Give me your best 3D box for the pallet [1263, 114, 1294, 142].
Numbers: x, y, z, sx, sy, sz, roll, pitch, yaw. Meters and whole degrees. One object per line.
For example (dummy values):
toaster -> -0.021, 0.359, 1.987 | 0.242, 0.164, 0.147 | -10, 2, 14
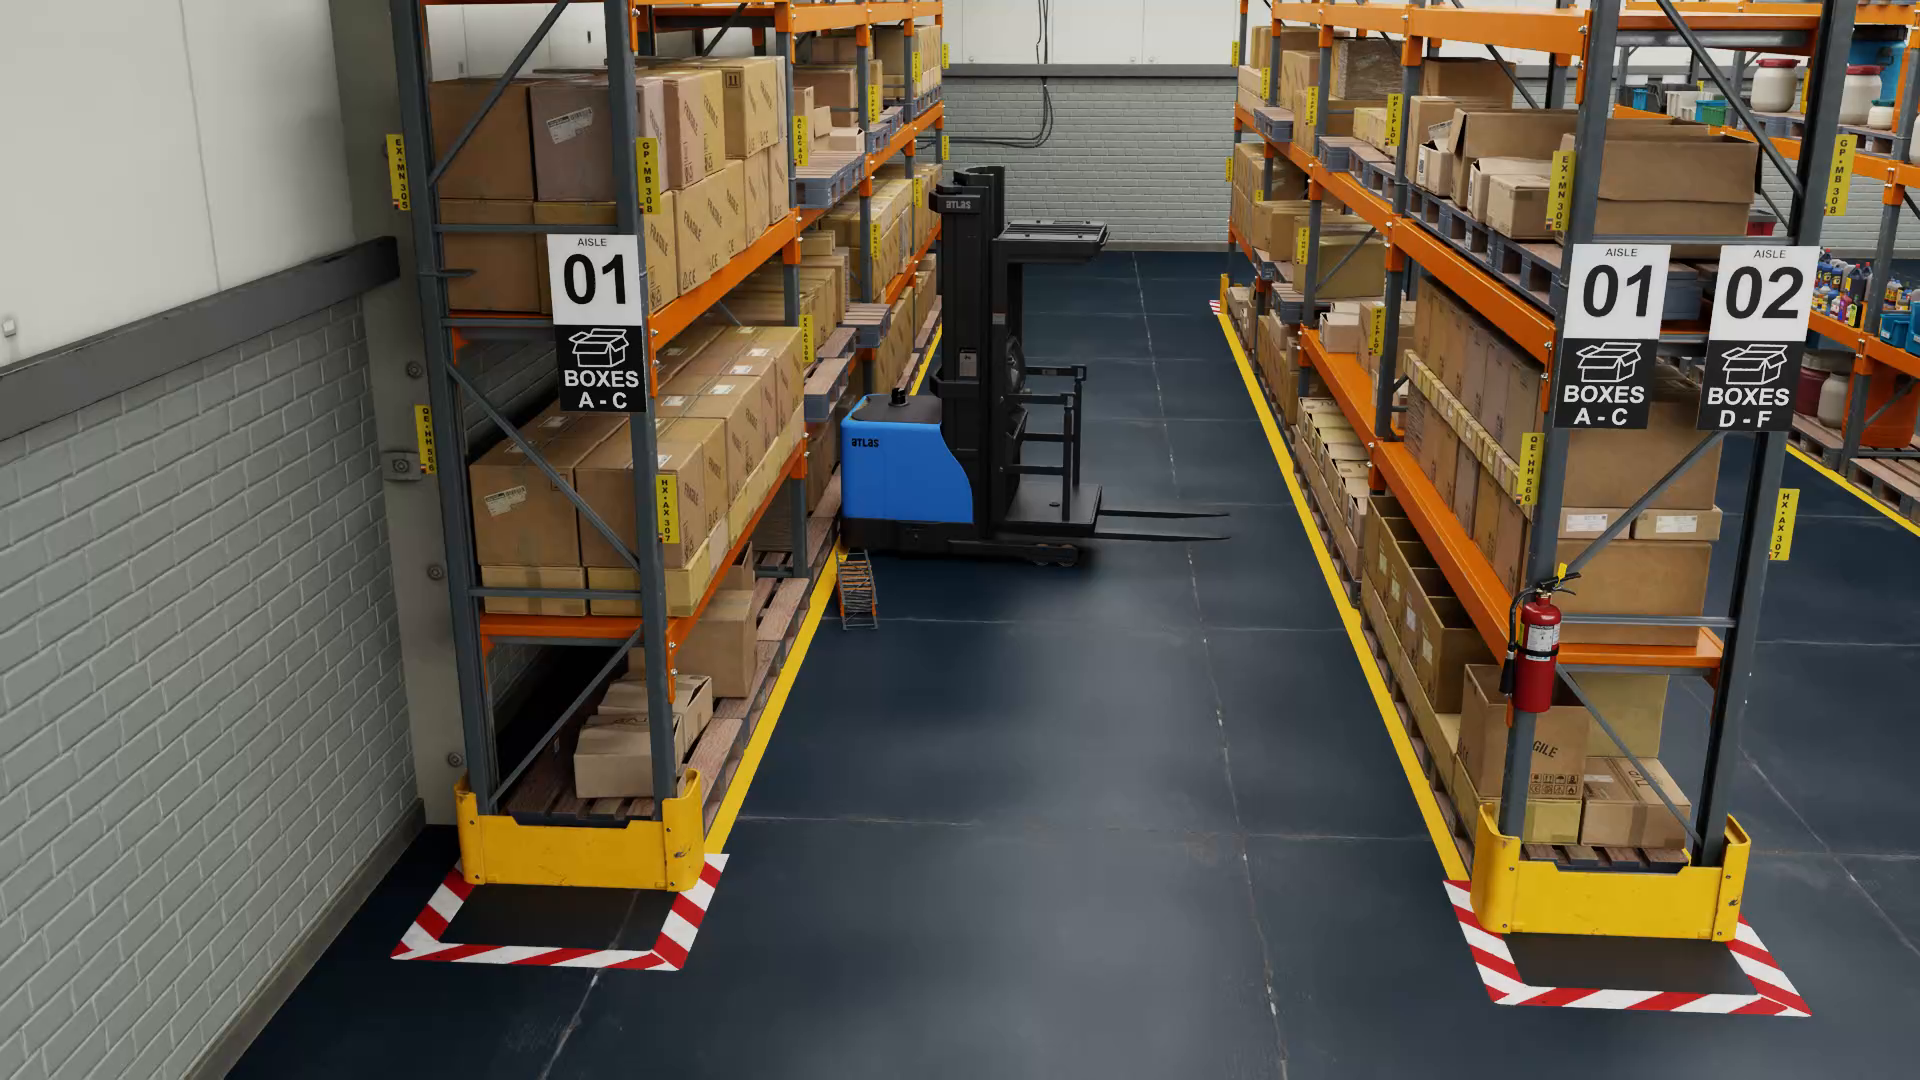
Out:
pallet -> 3.724, -4.172, 16.824 | 1.213, 0.211, 1.003 | 1, 18, 4

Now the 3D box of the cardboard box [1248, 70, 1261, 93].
cardboard box -> 3.790, -5.574, 20.237 | 0.500, 0.250, 0.500 | 1, 18, 4

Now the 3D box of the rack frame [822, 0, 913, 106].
rack frame -> -1.029, -6.320, 18.258 | 1.000, 3.000, 0.127 | 1, 18, 4

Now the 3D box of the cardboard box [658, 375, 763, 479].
cardboard box -> -1.442, -0.652, 9.600 | 0.500, 0.500, 0.500 | 2, 18, 6

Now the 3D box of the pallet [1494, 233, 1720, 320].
pallet -> 3.128, -1.235, 7.699 | 1.003, 0.211, 1.213 | 1, 18, 4

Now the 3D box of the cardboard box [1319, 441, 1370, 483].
cardboard box -> 3.190, -0.639, 13.397 | 0.500, 0.311, 0.500 | 1, 18, 3

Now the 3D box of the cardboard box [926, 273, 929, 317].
cardboard box -> -0.764, -3.191, 21.686 | 0.700, 0.500, 0.500 | 1, 18, 2

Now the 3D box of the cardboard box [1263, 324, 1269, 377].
cardboard box -> 3.607, -2.070, 18.230 | 0.500, 0.500, 0.500 | 2, 18, 5

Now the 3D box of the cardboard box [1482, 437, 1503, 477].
cardboard box -> 2.963, -0.431, 8.720 | 0.380, 0.149, 0.250 | 2, 18, 6

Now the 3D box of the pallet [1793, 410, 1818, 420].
pallet -> 8.671, -1.304, 17.063 | 1.003, 0.211, 1.213 | 1, 18, 4

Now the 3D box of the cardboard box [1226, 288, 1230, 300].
cardboard box -> 3.826, -3.334, 22.651 | 0.380, 0.149, 0.250 | 1, 18, 4

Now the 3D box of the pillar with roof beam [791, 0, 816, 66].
pillar with roof beam -> 2.452, -6.460, 18.687 | 9.100, 9.000, 0.400 | 1, 18, 4

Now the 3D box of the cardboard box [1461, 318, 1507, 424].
cardboard box -> 3.205, -0.933, 9.209 | 0.700, 0.500, 0.500 | 1, 18, 4

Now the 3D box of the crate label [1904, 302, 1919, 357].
crate label -> 8.224, -1.720, 13.797 | 0.502, 0.435, 0.616 | 1, 18, 4

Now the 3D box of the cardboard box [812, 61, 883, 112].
cardboard box -> -1.177, -4.706, 17.282 | 0.700, 0.500, 0.500 | 1, 18, 3

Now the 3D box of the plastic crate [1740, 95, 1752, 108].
plastic crate -> 9.215, -4.991, 19.229 | 0.497, 0.269, 0.590 | 1, 18, 4

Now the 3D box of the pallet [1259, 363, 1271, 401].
pallet -> 3.891, -1.781, 18.519 | 1.003, 0.211, 1.213 | 1, 18, 4

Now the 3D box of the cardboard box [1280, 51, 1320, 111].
cardboard box -> 3.802, -4.925, 17.822 | 0.600, 0.600, 0.600 | 0, 18, -1

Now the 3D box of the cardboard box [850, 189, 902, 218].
cardboard box -> -0.890, -3.556, 17.582 | 0.500, 0.250, 0.500 | 2, 18, 5

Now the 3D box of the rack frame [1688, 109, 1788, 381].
rack frame -> 8.852, -3.248, 18.517 | 1.000, 3.000, 0.127 | 1, 18, 4

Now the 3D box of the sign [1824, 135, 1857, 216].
sign -> 3.605, -1.497, 6.825 | 0.100, 0.325, 0.005 | 1, 18, 4

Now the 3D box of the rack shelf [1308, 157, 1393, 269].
rack shelf -> 3.482, -2.579, 12.816 | 1.077, 0.370, 4.000 | 1, 18, 4

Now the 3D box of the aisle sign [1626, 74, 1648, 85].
aisle sign -> 8.848, -5.754, 21.992 | 0.394, 0.787, 0.004 | 1, 18, 4

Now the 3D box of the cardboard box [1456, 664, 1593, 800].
cardboard box -> 2.793, 0.945, 8.258 | 0.500, 0.500, 0.500 | 1, 18, 4

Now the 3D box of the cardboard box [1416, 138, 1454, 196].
cardboard box -> 3.001, -2.206, 9.764 | 0.500, 0.311, 0.500 | 0, 18, 1

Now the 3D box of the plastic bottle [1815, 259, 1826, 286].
plastic bottle -> 8.958, -2.784, 17.308 | 0.097, 0.271, 0.097 | 0, 18, 0

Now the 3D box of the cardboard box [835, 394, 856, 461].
cardboard box -> -1.316, -1.023, 15.035 | 0.700, 0.500, 0.500 | 2, 18, 5

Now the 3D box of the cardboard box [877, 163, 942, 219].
cardboard box -> -0.769, -4.695, 22.452 | 0.980, 0.700, 0.700 | 2, 18, 6

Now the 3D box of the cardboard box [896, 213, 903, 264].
cardboard box -> -0.882, -3.204, 17.712 | 0.500, 0.500, 0.500 | 1, 18, 4

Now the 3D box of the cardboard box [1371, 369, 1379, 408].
cardboard box -> 3.218, -1.088, 12.142 | 0.396, 0.266, 0.258 | 1, 18, 3

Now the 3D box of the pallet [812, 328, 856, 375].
pallet -> -1.417, -1.520, 13.551 | 1.003, 0.211, 1.213 | 1, 18, 4

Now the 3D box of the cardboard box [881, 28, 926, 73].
cardboard box -> -0.668, -5.801, 19.695 | 0.500, 0.500, 0.500 | 1, 18, 3

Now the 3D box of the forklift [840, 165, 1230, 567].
forklift -> 0.618, -1.365, 12.881 | 3.031, 2.935, 1.130 | 3, 18, 8

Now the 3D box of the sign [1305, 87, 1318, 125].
sign -> 3.084, -3.801, 14.558 | 0.100, 0.325, 0.005 | 1, 18, 4

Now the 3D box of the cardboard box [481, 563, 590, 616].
cardboard box -> -2.049, 0.170, 8.294 | 0.500, 0.250, 0.500 | 2, 18, 5

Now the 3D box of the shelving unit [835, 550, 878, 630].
shelving unit -> -0.756, 0.349, 12.044 | 0.258, 0.189, 1.200 | -2, 18, -6

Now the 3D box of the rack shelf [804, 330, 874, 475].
rack shelf -> -1.459, -1.263, 13.617 | 1.077, 0.370, 4.000 | 1, 18, 4

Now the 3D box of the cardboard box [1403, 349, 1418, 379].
cardboard box -> 3.126, -1.151, 10.917 | 0.380, 0.149, 0.250 | 1, 18, 4

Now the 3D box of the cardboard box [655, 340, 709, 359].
cardboard box -> -1.886, -0.977, 10.591 | 0.500, 0.500, 0.500 | 1, 18, 4

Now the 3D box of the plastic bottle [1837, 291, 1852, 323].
plastic bottle -> 8.186, -2.157, 15.375 | 0.061, 0.283, 0.133 | 1, 18, 4

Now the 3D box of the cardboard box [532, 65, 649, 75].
cardboard box -> -1.990, -2.317, 9.063 | 0.500, 0.500, 0.500 | 1, 18, 4

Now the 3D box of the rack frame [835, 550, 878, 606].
rack frame -> -0.756, 0.262, 12.016 | 0.240, 0.006, 1.200 | -2, 18, -6

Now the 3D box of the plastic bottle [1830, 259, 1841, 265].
plastic bottle -> 9.084, -2.789, 17.316 | 0.152, 0.276, 0.135 | 1, 18, 4

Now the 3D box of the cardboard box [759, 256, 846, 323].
cardboard box -> -1.353, -2.163, 14.339 | 0.700, 0.500, 0.500 | 0, 18, -1

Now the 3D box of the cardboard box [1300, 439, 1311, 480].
cardboard box -> 3.260, -0.698, 14.476 | 0.500, 0.250, 0.500 | 1, 18, 2

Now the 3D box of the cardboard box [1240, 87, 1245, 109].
cardboard box -> 3.860, -5.647, 21.263 | 0.500, 0.250, 0.500 | 1, 18, 4

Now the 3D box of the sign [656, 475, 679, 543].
sign -> -1.348, -0.141, 7.646 | 0.100, 0.325, 0.005 | 1, 18, 4

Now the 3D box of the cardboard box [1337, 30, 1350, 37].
cardboard box -> 4.086, -5.611, 19.147 | 0.700, 0.500, 0.500 | 1, 18, 4

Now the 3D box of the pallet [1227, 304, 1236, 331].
pallet -> 4.137, -3.005, 22.256 | 1.003, 0.211, 1.213 | 1, 18, 4

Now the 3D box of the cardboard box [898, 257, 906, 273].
cardboard box -> -0.790, -3.006, 18.150 | 0.380, 0.149, 0.250 | 1, 18, 4

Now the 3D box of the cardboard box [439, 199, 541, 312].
cardboard box -> -2.112, -1.359, 7.745 | 0.500, 0.500, 0.500 | 3, 18, 8

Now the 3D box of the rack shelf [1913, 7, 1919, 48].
rack shelf -> 8.422, -3.703, 12.070 | 1.077, 0.370, 4.000 | 1, 18, 4

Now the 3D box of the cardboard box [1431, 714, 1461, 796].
cardboard box -> 2.819, 1.146, 8.850 | 0.500, 0.250, 0.500 | 1, 18, 4

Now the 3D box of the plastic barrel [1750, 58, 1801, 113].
plastic barrel -> 8.564, -4.779, 17.481 | 0.433, 0.535, 0.433 | 0, 18, 0

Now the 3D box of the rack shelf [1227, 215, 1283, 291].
rack shelf -> 4.055, -3.639, 20.866 | 1.077, 0.370, 4.000 | 1, 18, 4

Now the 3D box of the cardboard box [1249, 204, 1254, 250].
cardboard box -> 3.727, -3.728, 19.822 | 0.500, 0.500, 0.500 | 2, 18, 5
